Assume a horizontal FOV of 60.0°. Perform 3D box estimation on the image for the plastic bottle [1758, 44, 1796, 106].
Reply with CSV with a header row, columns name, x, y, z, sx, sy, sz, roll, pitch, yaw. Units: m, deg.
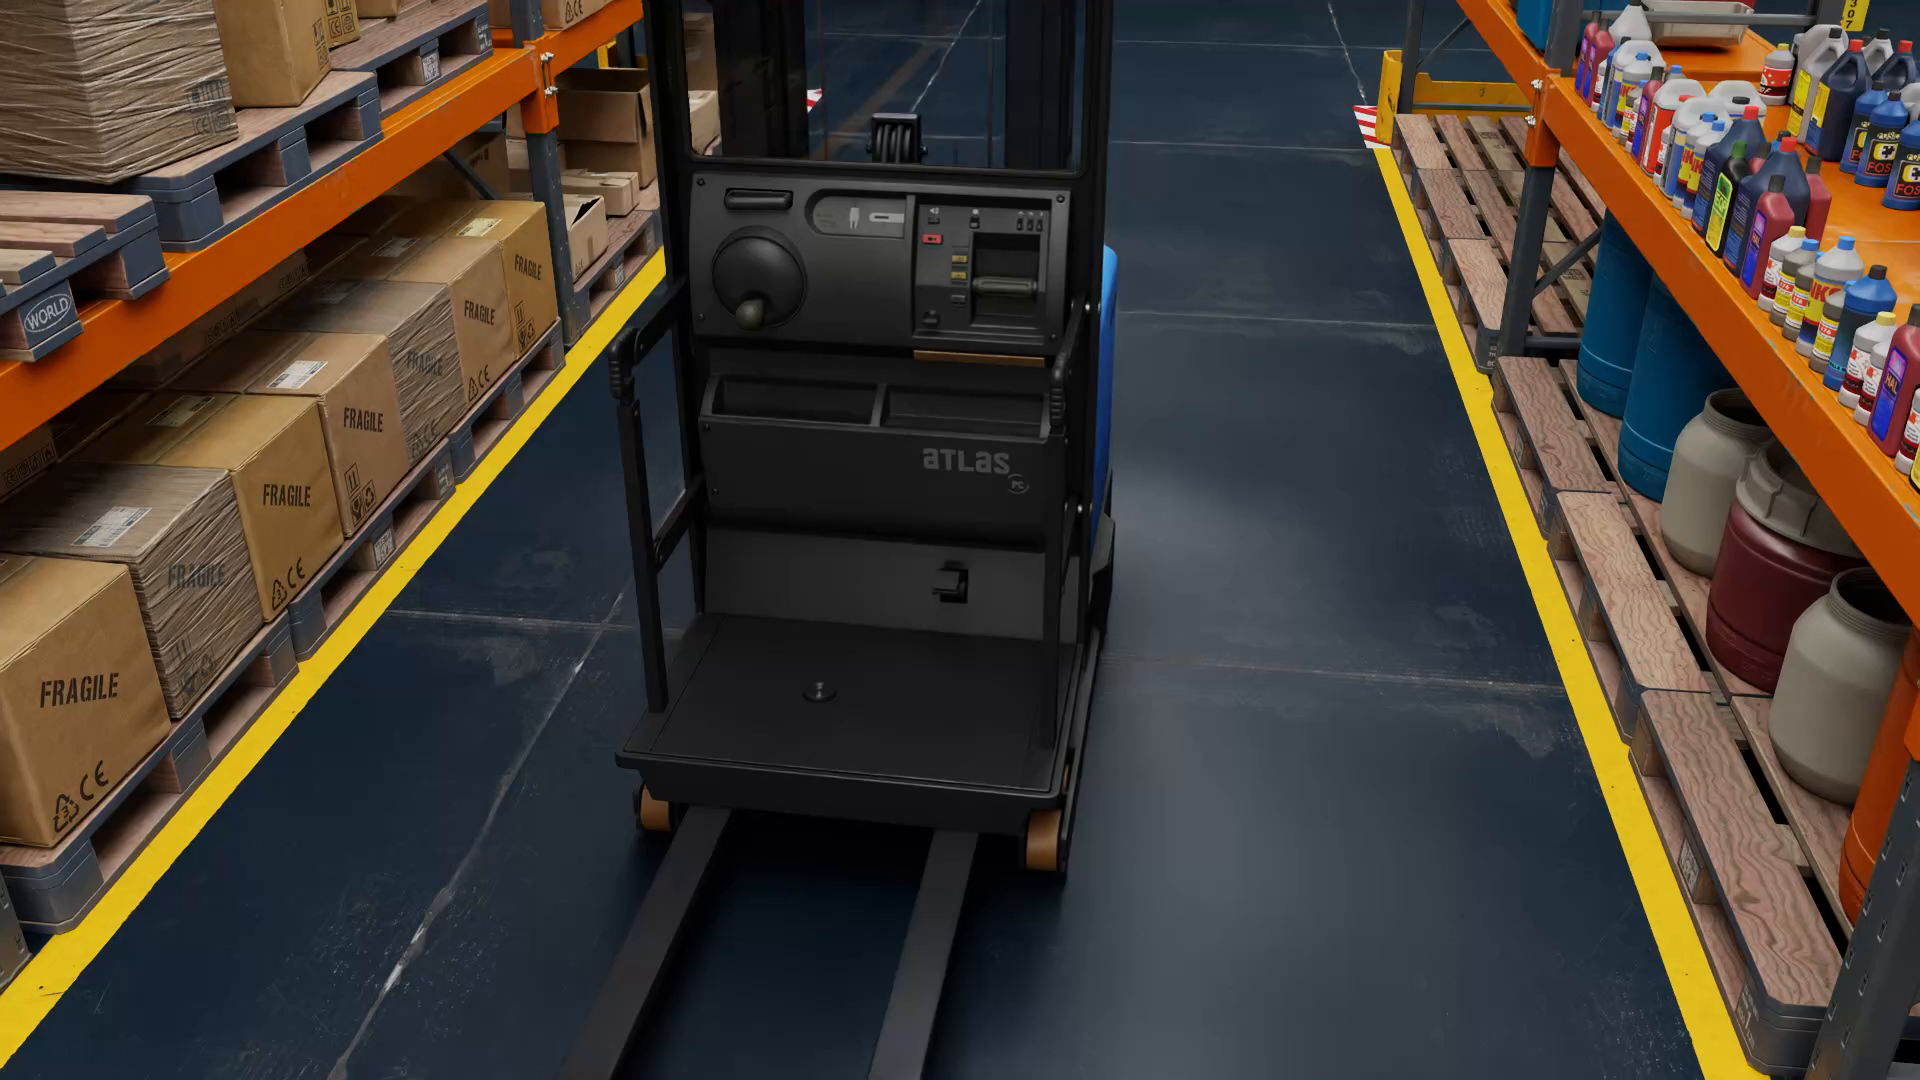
name,x,y,z,sx,sy,sz,roll,pitch,yaw
plastic bottle,2.864,-1.634,5.830,0.097,0.201,0.097,0,28,0

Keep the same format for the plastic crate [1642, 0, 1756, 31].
name,x,y,z,sx,sy,sz,roll,pitch,yaw
plastic crate,3.076,-2.387,6.888,0.402,0.464,0.583,3,28,6

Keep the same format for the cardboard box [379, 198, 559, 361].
name,x,y,z,sx,sy,sz,roll,pitch,yaw
cardboard box,-1.974,-1.061,6.729,0.500,0.500,0.500,3,28,6

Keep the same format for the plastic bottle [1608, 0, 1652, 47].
name,x,y,z,sx,sy,sz,roll,pitch,yaw
plastic bottle,2.348,-1.740,5.868,0.144,0.351,0.185,3,28,6

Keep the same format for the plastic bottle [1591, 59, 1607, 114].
name,x,y,z,sx,sy,sz,roll,pitch,yaw
plastic bottle,2.237,-1.574,5.718,0.097,0.201,0.097,0,28,0

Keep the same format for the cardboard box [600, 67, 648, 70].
name,x,y,z,sx,sy,sz,roll,pitch,yaw
cardboard box,-2.100,-2.861,10.440,0.380,0.149,0.250,3,28,6

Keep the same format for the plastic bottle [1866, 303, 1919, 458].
name,x,y,z,sx,sy,sz,roll,pitch,yaw
plastic bottle,1.882,-0.317,3.298,0.061,0.283,0.133,3,28,6

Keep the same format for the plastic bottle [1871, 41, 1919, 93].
name,x,y,z,sx,sy,sz,roll,pitch,yaw
plastic bottle,2.907,-1.367,5.176,0.144,0.351,0.185,3,28,6

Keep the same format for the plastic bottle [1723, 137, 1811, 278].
name,x,y,z,sx,sy,sz,roll,pitch,yaw
plastic bottle,2.055,-0.848,4.214,0.144,0.351,0.185,3,28,6

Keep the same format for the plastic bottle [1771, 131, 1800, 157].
name,x,y,z,sx,sy,sz,roll,pitch,yaw
plastic bottle,2.219,-0.977,4.536,0.097,0.271,0.097,0,28,0

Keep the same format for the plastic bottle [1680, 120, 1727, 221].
name,x,y,z,sx,sy,sz,roll,pitch,yaw
plastic bottle,2.088,-1.031,4.637,0.097,0.271,0.097,0,28,0

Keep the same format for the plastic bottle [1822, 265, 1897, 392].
name,x,y,z,sx,sy,sz,roll,pitch,yaw
plastic bottle,1.938,-0.456,3.570,0.097,0.271,0.097,0,28,0

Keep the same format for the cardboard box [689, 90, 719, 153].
name,x,y,z,sx,sy,sz,roll,pitch,yaw
cardboard box,-1.676,-2.367,9.416,0.500,0.250,0.500,3,28,6

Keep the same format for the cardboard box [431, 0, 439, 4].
name,x,y,z,sx,sy,sz,roll,pitch,yaw
cardboard box,-2.391,-2.511,7.143,0.500,0.500,0.500,4,29,7

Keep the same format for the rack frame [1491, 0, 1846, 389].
name,x,y,z,sx,sy,sz,roll,pitch,yaw
rack frame,2.718,-1.927,6.165,1.000,3.000,0.127,3,28,6

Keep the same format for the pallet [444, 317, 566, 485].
name,x,y,z,sx,sy,sz,roll,pitch,yaw
pallet,-2.260,-0.604,6.649,1.003,0.211,1.213,3,28,6

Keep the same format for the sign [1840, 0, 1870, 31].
name,x,y,z,sx,sy,sz,roll,pitch,yaw
sign,3.263,-2.016,6.038,0.100,0.325,0.005,3,28,6

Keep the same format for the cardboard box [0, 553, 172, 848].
name,x,y,z,sx,sy,sz,roll,pitch,yaw
cardboard box,-2.349,0.375,4.063,0.500,0.500,0.500,5,29,8

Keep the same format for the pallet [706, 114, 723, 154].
name,x,y,z,sx,sy,sz,roll,pitch,yaw
pallet,-1.814,-2.461,10.095,1.003,0.211,1.213,3,28,6

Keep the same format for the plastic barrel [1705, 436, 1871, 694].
name,x,y,z,sx,sy,sz,roll,pitch,yaw
plastic barrel,2.409,0.070,4.558,0.600,0.588,0.708,3,28,6

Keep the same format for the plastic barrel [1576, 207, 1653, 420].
name,x,y,z,sx,sy,sz,roll,pitch,yaw
plastic barrel,2.634,-0.933,6.089,0.600,0.901,0.708,3,28,6

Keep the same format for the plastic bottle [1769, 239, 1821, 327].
name,x,y,z,sx,sy,sz,roll,pitch,yaw
plastic bottle,1.986,-0.609,3.927,0.097,0.201,0.097,0,28,0

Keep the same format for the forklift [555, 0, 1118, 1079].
name,x,y,z,sx,sy,sz,roll,pitch,yaw
forklift,-0.232,-0.637,3.842,1.130,2.935,3.031,4,29,8

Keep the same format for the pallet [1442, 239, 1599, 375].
name,x,y,z,sx,sy,sz,roll,pitch,yaw
pallet,2.769,-1.048,7.473,1.003,0.211,1.213,3,28,6

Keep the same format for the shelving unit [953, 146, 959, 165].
name,x,y,z,sx,sy,sz,roll,pitch,yaw
shelving unit,0.056,-0.705,5.793,0.258,1.200,0.503,4,29,8

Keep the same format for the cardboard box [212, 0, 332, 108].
name,x,y,z,sx,sy,sz,roll,pitch,yaw
cardboard box,-2.353,-1.610,5.028,0.700,0.500,0.500,-4,29,-7

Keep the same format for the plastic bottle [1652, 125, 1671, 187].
name,x,y,z,sx,sy,sz,roll,pitch,yaw
plastic bottle,2.128,-1.155,4.941,0.097,0.201,0.097,0,28,0

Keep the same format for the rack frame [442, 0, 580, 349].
name,x,y,z,sx,sy,sz,roll,pitch,yaw
rack frame,-2.198,-2.217,6.702,1.000,3.000,0.127,3,28,6

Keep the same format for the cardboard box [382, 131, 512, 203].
name,x,y,z,sx,sy,sz,roll,pitch,yaw
cardboard box,-2.410,-1.595,7.719,0.500,0.500,0.500,3,28,6

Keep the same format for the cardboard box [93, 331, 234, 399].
name,x,y,z,sx,sy,sz,roll,pitch,yaw
cardboard box,-2.685,-0.372,5.450,0.500,0.500,0.500,2,28,4

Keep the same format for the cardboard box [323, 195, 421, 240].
name,x,y,z,sx,sy,sz,roll,pitch,yaw
cardboard box,-2.499,-1.096,6.794,0.500,0.500,0.500,2,28,4

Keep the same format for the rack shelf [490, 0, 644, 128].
name,x,y,z,sx,sy,sz,roll,pitch,yaw
rack shelf,-1.953,-2.842,8.620,1.077,0.370,4.000,3,28,6

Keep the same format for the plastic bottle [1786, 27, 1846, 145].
name,x,y,z,sx,sy,sz,roll,pitch,yaw
plastic bottle,2.787,-1.462,5.353,0.144,0.351,0.185,3,28,6

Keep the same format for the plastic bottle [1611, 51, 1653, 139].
name,x,y,z,sx,sy,sz,roll,pitch,yaw
plastic bottle,2.197,-1.450,5.414,0.097,0.271,0.097,0,28,0

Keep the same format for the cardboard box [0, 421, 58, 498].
name,x,y,z,sx,sy,sz,roll,pitch,yaw
cardboard box,-2.804,-0.238,4.410,0.500,0.250,0.500,4,29,8

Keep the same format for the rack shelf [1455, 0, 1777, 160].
name,x,y,z,sx,sy,sz,roll,pitch,yaw
rack shelf,2.963,-2.552,8.083,1.077,0.370,4.000,3,28,6

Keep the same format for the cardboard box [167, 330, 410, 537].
name,x,y,z,sx,sy,sz,roll,pitch,yaw
cardboard box,-2.165,-0.353,5.415,0.500,0.500,0.500,2,28,4

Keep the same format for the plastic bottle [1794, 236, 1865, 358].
name,x,y,z,sx,sy,sz,roll,pitch,yaw
plastic bottle,1.962,-0.548,3.740,0.097,0.271,0.097,0,28,0

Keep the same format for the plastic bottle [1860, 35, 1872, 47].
name,x,y,z,sx,sy,sz,roll,pitch,yaw
plastic bottle,3.007,-1.560,5.606,0.061,0.283,0.133,3,28,6

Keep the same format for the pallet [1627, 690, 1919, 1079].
name,x,y,z,sx,sy,sz,roll,pitch,yaw
pallet,2.283,0.810,4.024,1.003,0.211,1.213,3,28,6

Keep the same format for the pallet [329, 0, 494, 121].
name,x,y,z,sx,sy,sz,roll,pitch,yaw
pallet,-2.404,-1.762,6.061,1.003,0.211,1.213,3,28,6

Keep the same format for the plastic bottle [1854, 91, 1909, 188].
name,x,y,z,sx,sy,sz,roll,pitch,yaw
plastic bottle,2.741,-1.192,4.936,0.097,0.271,0.097,0,28,0
